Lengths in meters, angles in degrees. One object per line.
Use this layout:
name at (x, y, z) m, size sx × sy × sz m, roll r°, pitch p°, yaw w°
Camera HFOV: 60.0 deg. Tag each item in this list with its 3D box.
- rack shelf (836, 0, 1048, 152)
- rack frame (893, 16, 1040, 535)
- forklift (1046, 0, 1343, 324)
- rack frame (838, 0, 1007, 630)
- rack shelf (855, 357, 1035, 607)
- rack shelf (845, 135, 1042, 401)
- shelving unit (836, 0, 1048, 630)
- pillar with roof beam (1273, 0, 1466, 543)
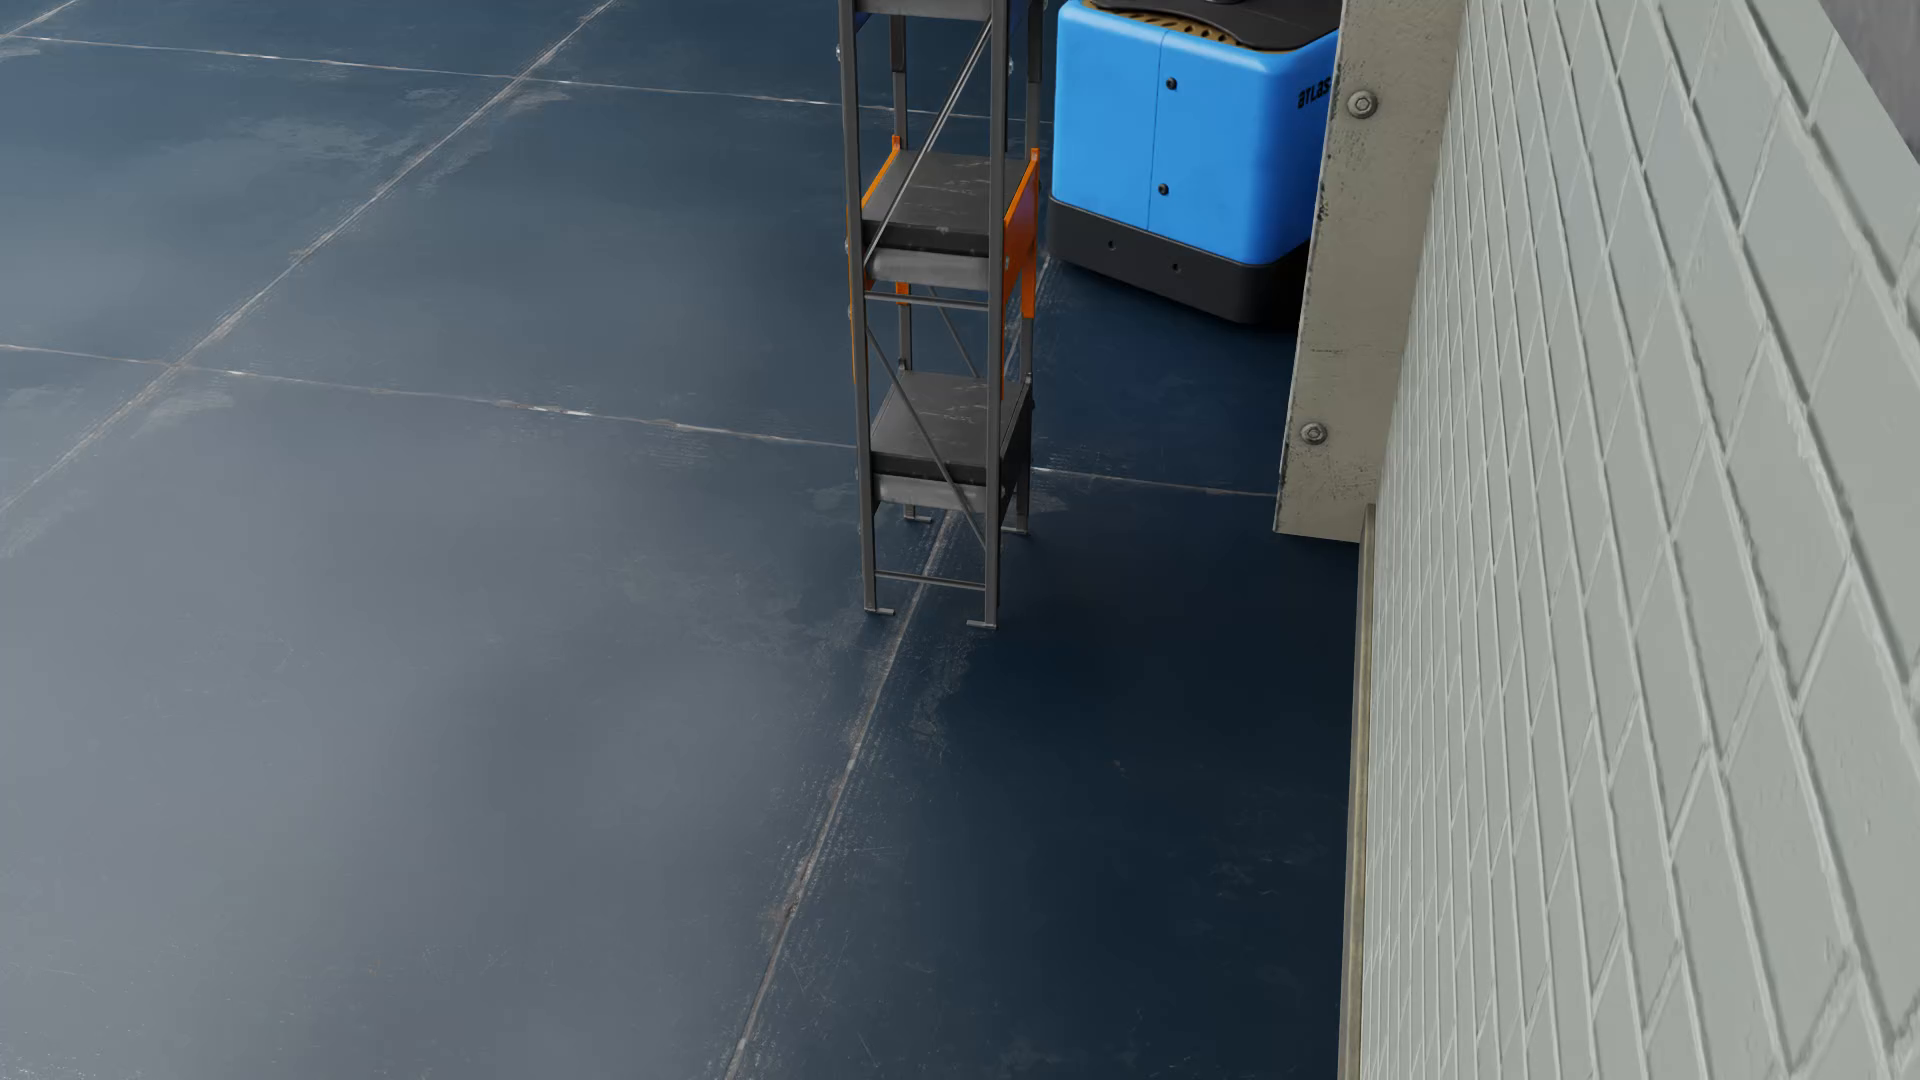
rack shelf at (-0.035, -1.311, 4.100) m, size 0.431 × 0.518 × 0.480 m, roll 7°, pitch 37°, yaw 10°
rack frame at (0.017, -0.895, 4.696) m, size 0.400 × 2.100 × 0.015 m, roll 7°, pitch 37°, yaw 10°
forklift at (1.683, -2.789, 6.601) m, size 1.130 × 2.935 × 3.031 m, roll 26°, pitch 43°, yaw 31°
rack frame at (-0.087, -0.615, 4.310) m, size 0.400 × 2.100 × 0.015 m, roll 7°, pitch 37°, yaw 10°
rack shelf at (-0.035, -0.177, 4.922) m, size 0.431 × 0.518 × 0.480 m, roll 7°, pitch 37°, yaw 10°
rack shelf at (-0.035, -0.744, 4.511) m, size 0.431 × 0.518 × 0.480 m, roll 7°, pitch 37°, yaw 10°
shelving unit at (-0.035, -0.755, 4.503) m, size 0.431 × 2.100 × 0.503 m, roll 7°, pitch 37°, yaw 10°
pillar with roof beam at (-3.018, -4.303, 3.520) m, size 9.100 × 9.000 × 0.400 m, roll 7°, pitch 37°, yaw 10°
